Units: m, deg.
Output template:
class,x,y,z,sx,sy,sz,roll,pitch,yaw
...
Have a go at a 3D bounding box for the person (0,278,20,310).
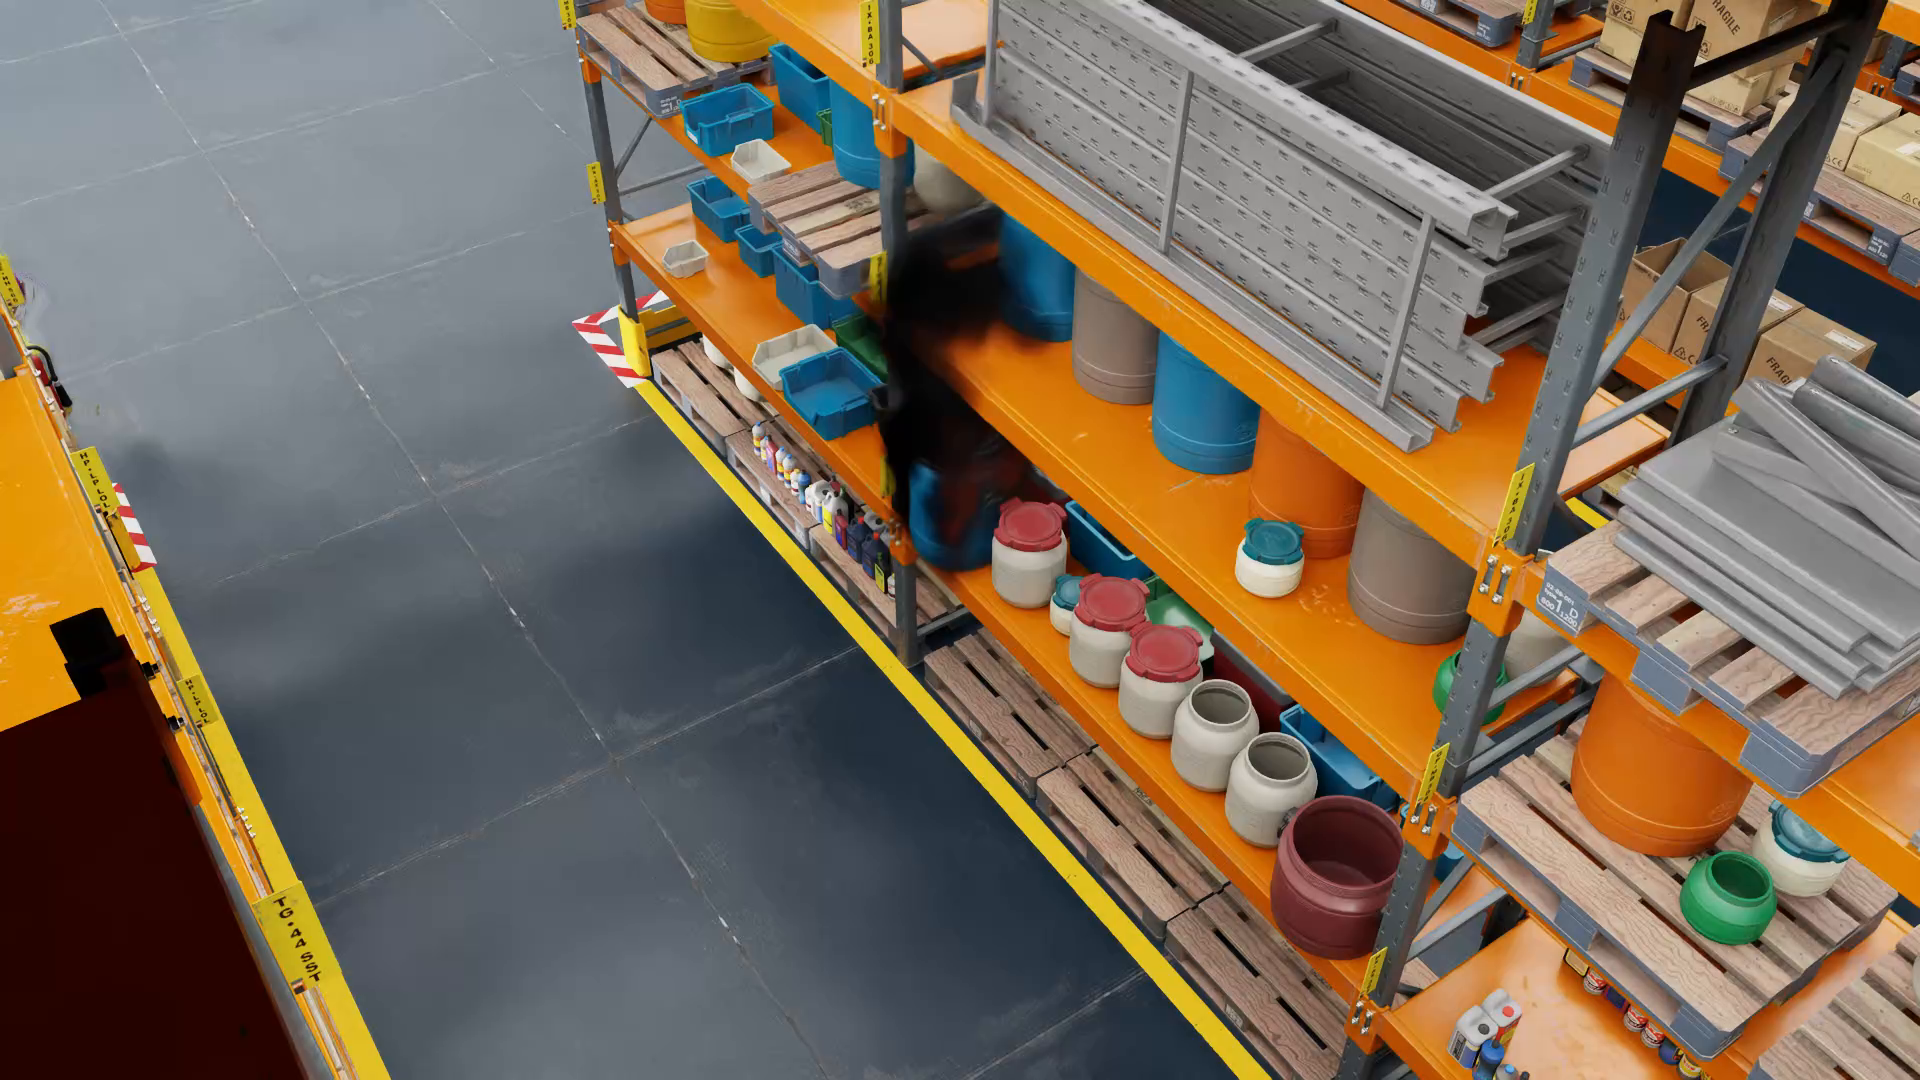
class,x,y,z,sx,sy,sz,roll,pitch,yaw
person,-7.085,-1.366,11.976,0.656,1.761,0.693,0,43,0
